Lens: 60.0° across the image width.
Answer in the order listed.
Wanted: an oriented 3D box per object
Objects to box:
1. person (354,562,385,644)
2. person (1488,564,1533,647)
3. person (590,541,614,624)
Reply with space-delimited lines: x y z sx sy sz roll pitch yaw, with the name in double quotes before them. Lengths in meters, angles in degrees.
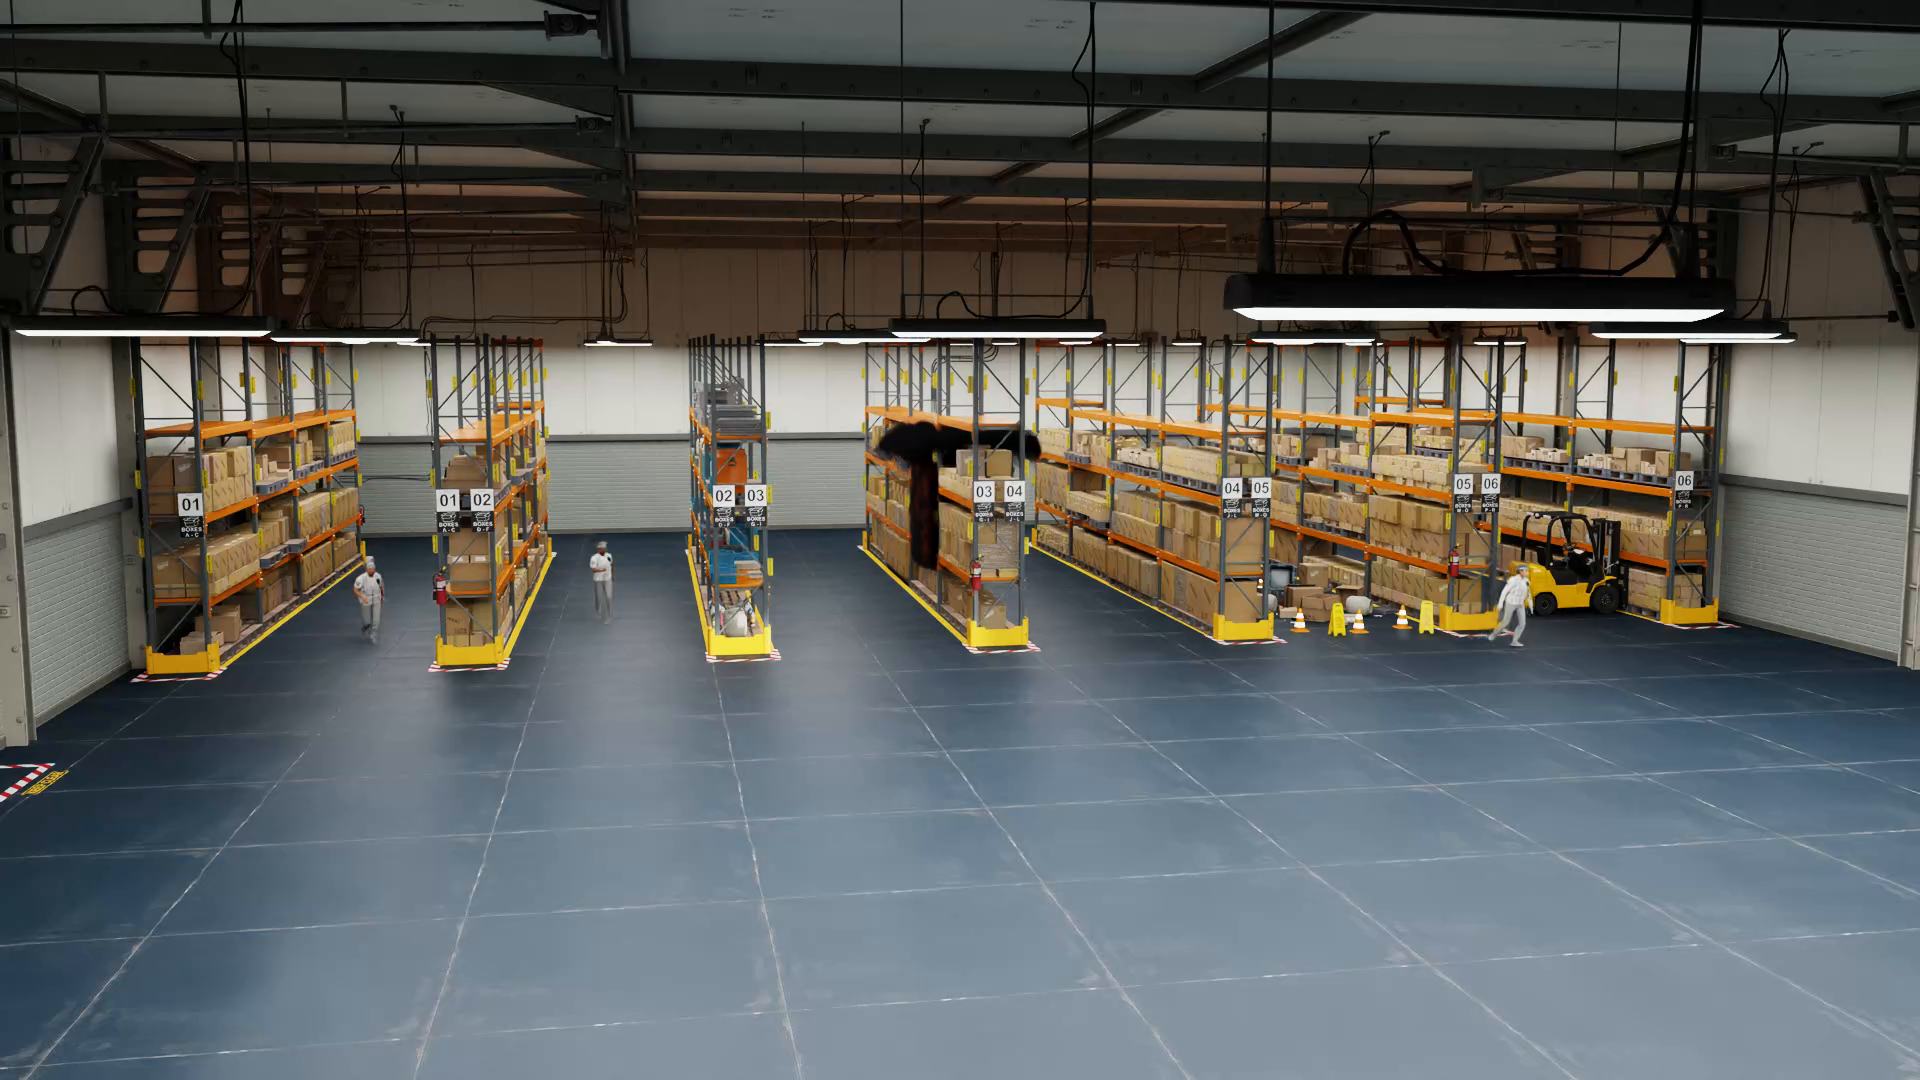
"person" -11.550 1.217 32.544 0.606 1.613 0.659 -4 8 -31
"person" 10.662 1.235 32.192 0.662 1.614 0.682 -3 7 -24
"person" -7.517 0.884 34.958 0.519 1.747 0.848 -2 7 -21
